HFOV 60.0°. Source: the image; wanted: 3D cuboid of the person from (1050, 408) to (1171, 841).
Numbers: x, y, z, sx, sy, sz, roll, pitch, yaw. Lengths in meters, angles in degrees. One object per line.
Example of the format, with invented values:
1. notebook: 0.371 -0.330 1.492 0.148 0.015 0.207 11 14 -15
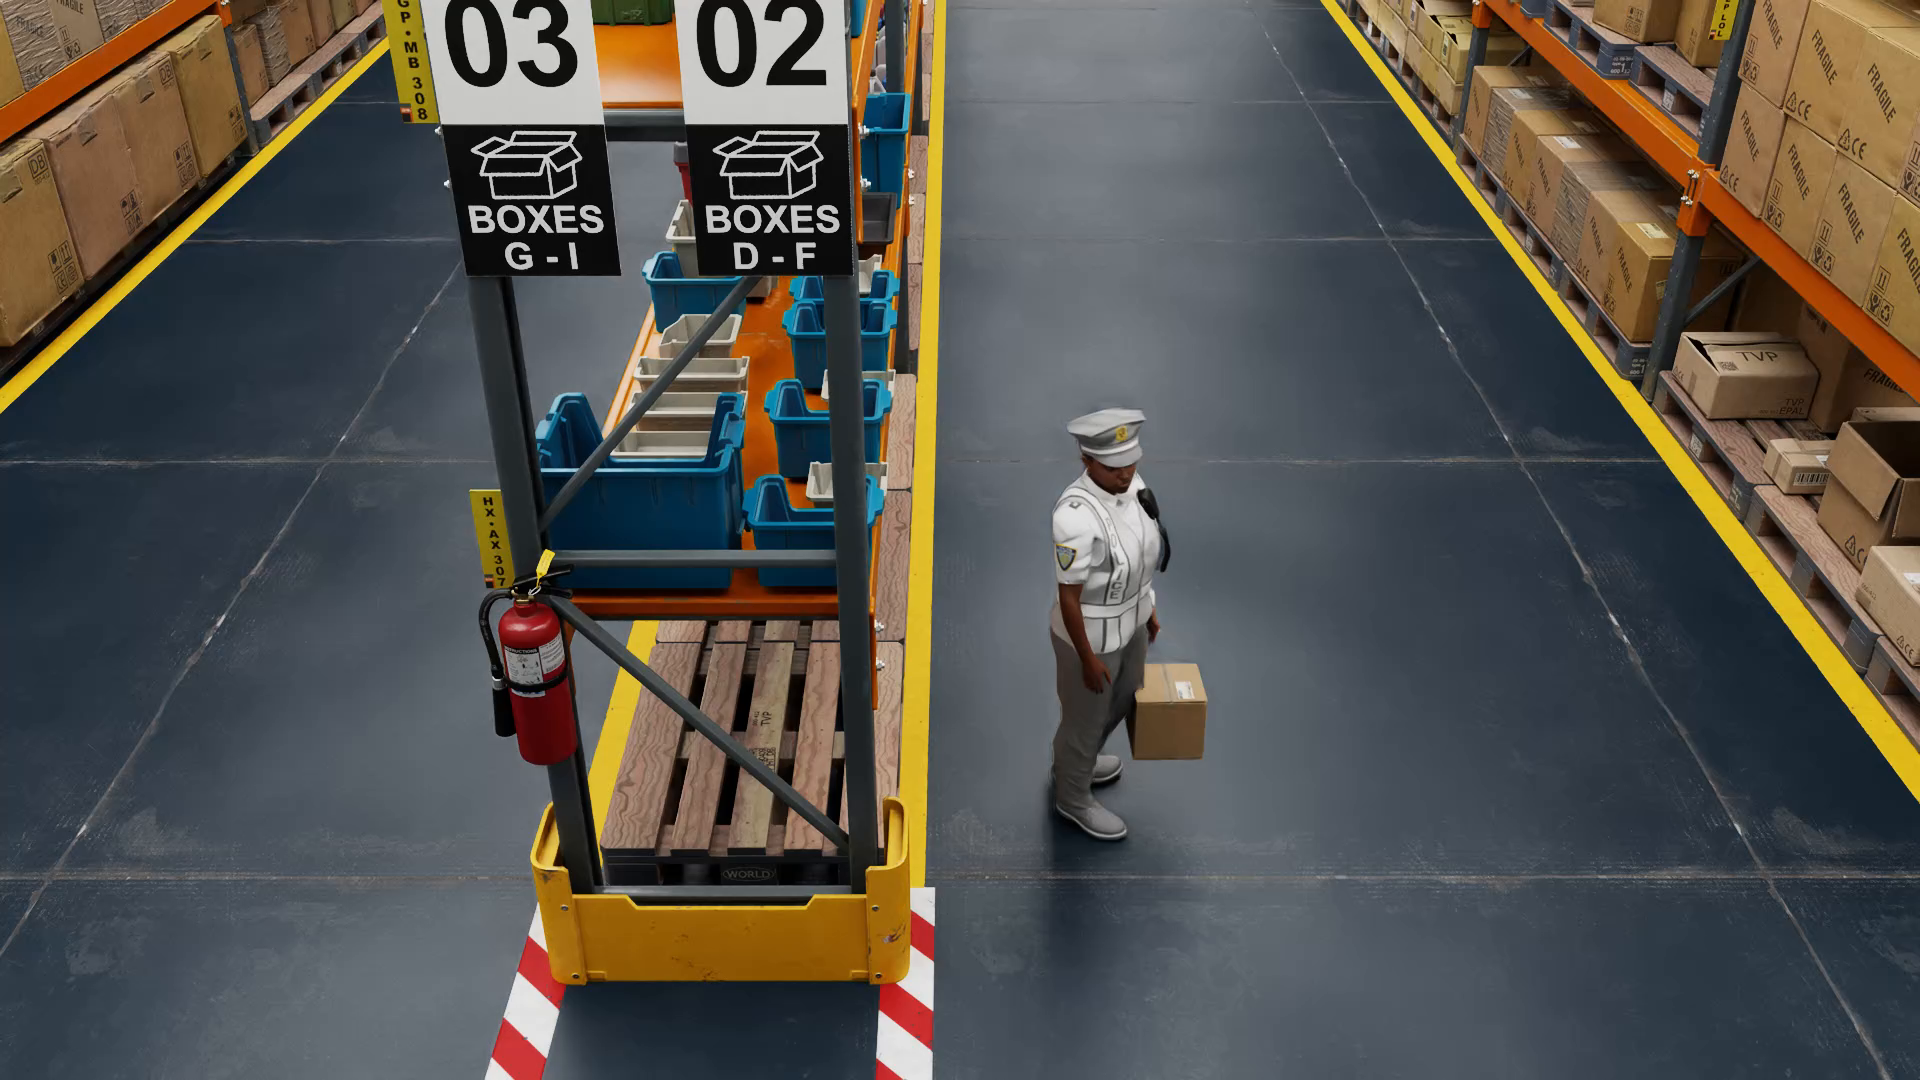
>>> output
1. person: 0.476 0.277 5.663 0.402 1.679 0.544 18 36 27
